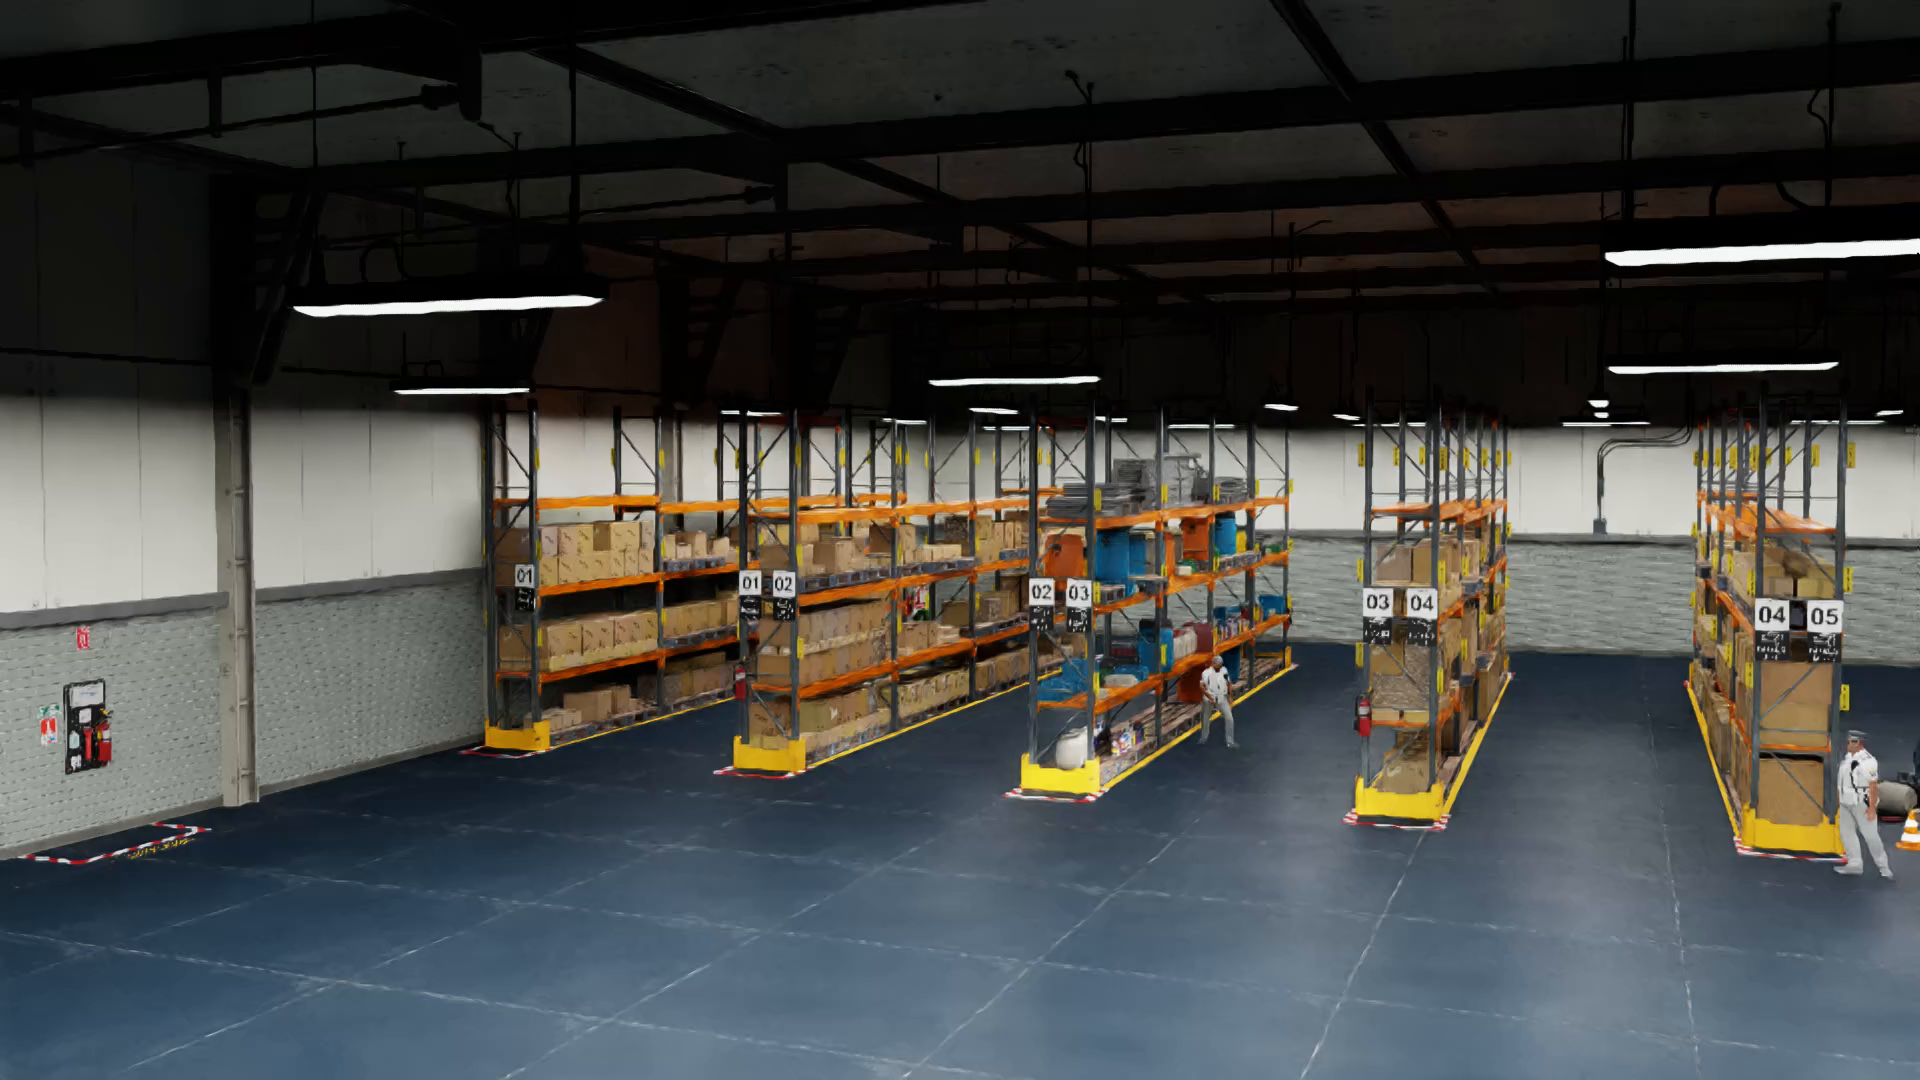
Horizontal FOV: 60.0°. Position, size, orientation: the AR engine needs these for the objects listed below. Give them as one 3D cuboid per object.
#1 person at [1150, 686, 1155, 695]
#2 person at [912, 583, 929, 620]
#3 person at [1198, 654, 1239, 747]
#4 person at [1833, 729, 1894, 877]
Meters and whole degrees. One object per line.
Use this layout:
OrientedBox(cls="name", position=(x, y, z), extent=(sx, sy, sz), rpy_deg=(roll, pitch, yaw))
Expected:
OrientedBox(cls="person", position=(4.094, 2.488, 35.312), extent=(0.417, 1.517, 1.036), rpy_deg=(1, 3, 24))
OrientedBox(cls="person", position=(-1.002, 1.870, 45.174), extent=(0.722, 1.780, 0.568), rpy_deg=(-1, 3, -28))
OrientedBox(cls="person", position=(4.472, 2.770, 28.908), extent=(0.655, 1.598, 0.796), rpy_deg=(0, 3, -1))
OrientedBox(cls="person", position=(10.853, 3.150, 19.960), extent=(0.559, 1.746, 0.653), rpy_deg=(0, 3, -7))
